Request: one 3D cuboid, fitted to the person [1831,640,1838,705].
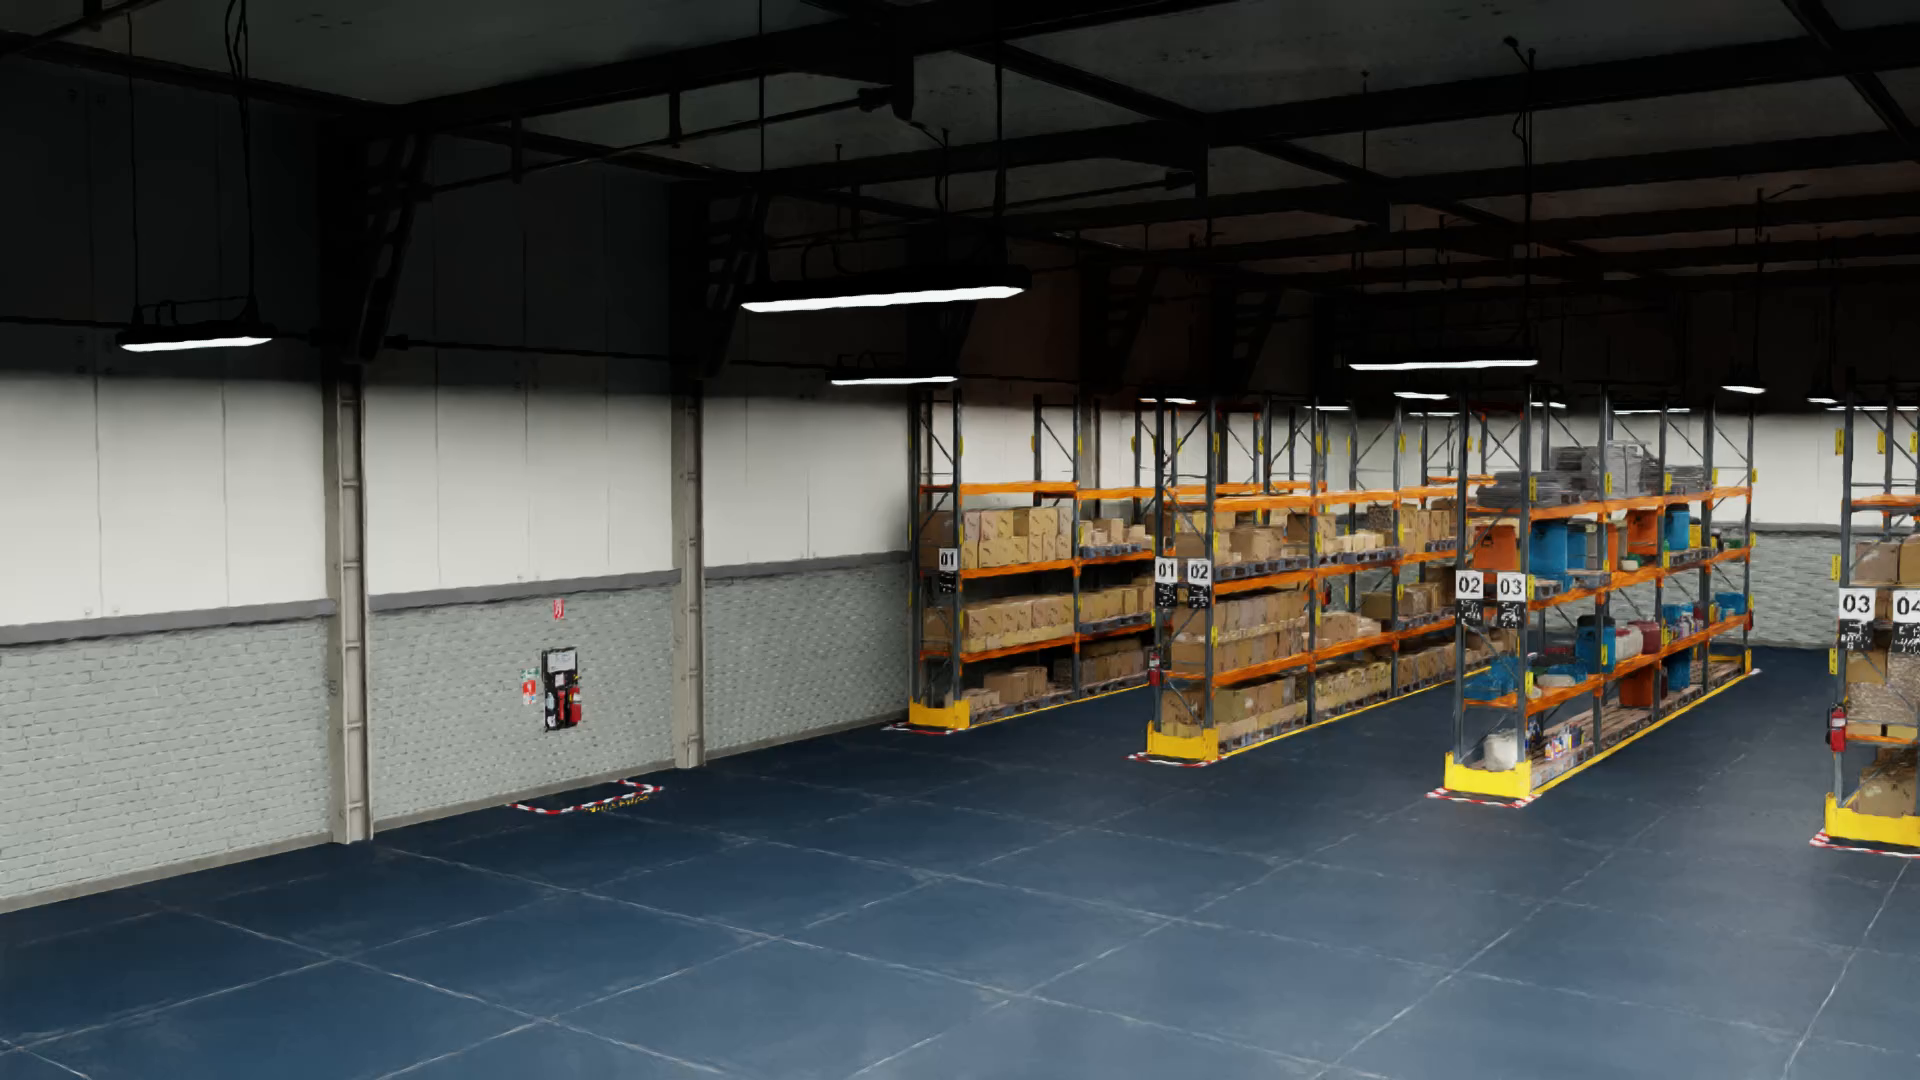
[{"bbox_3d":[16.655,2.405,31.353,0.527,1.587,0.540,-2,4,-33],"label":"person"}]

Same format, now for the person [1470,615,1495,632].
[{"bbox_3d":[13.103,1.840,41.499,0.945,1.595,0.531,-2,4,-33],"label":"person"}]
